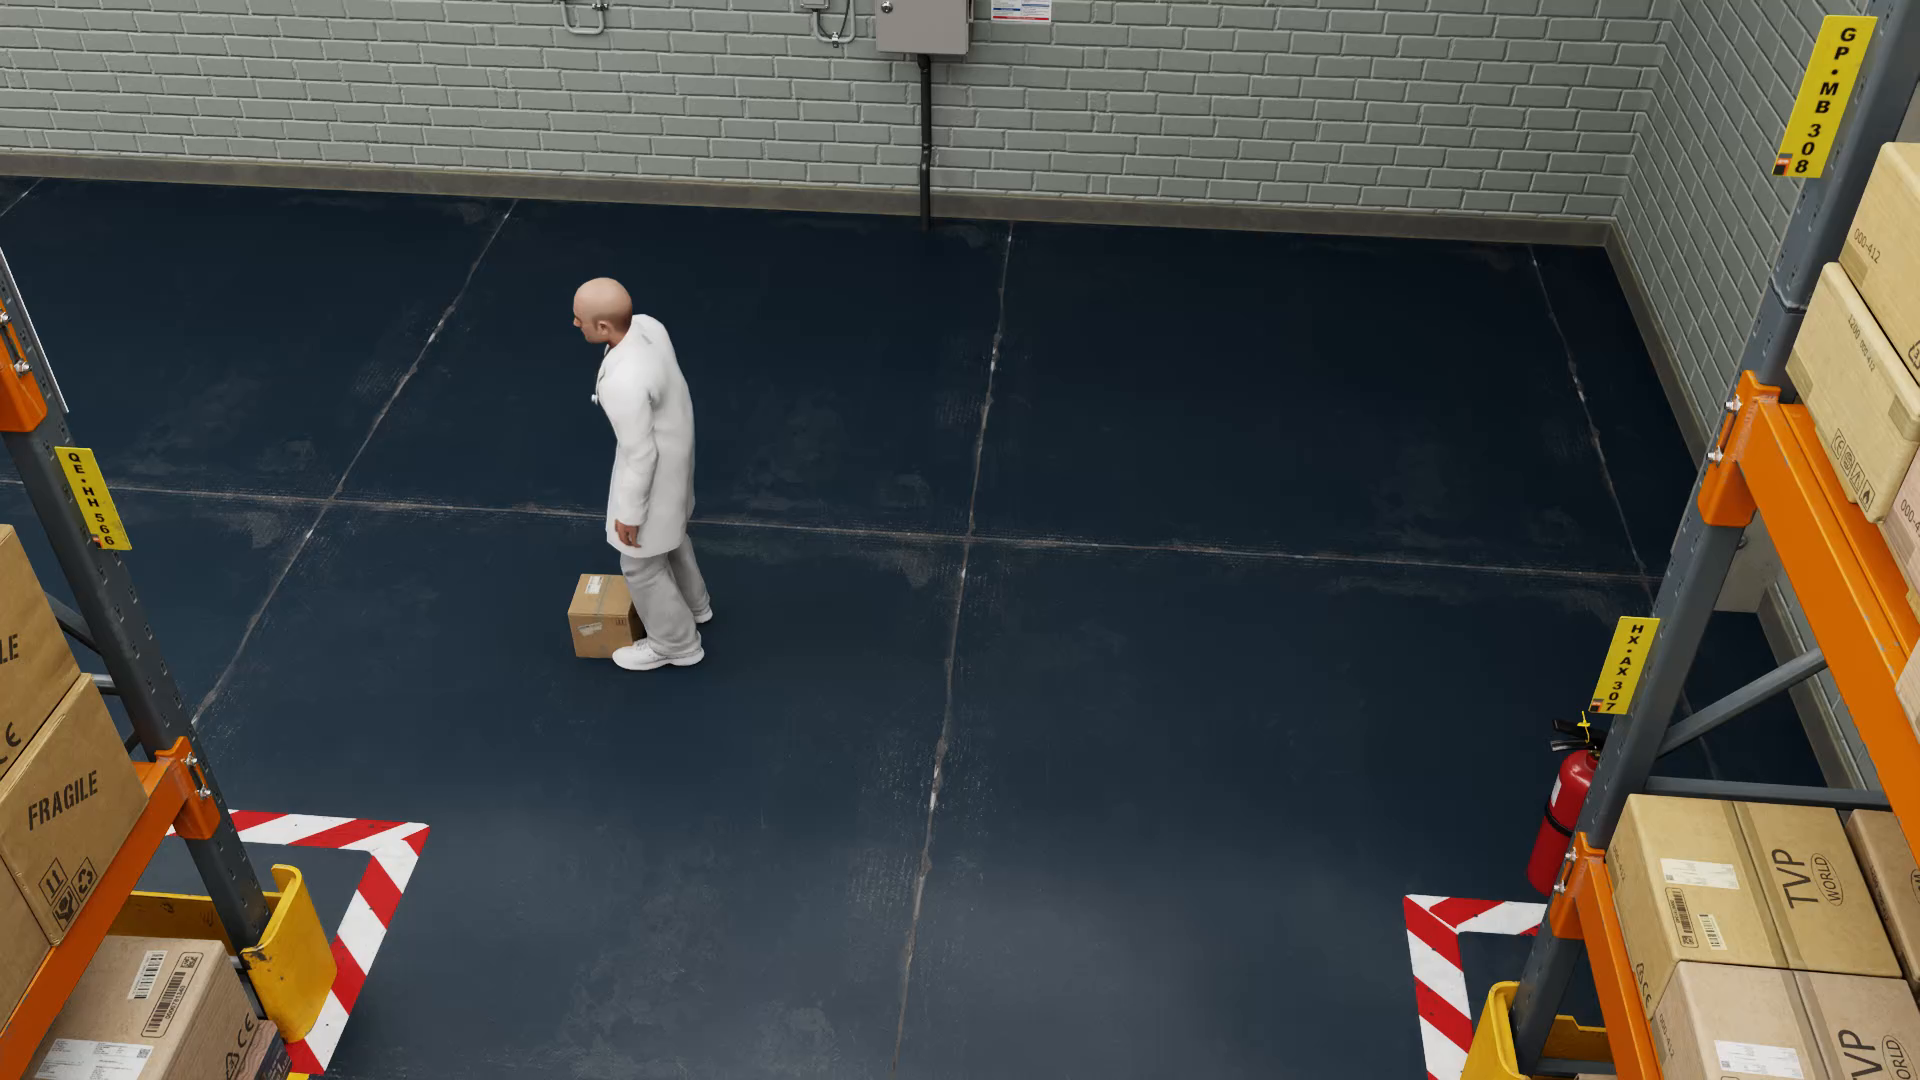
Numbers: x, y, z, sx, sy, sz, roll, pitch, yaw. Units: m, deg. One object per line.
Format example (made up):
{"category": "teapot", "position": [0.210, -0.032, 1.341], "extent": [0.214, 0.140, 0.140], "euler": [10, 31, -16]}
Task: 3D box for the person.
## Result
{"category": "person", "position": [-1.228, -0.246, 6.466], "extent": [0.425, 1.773, 0.652], "euler": [1, 40, 1]}
